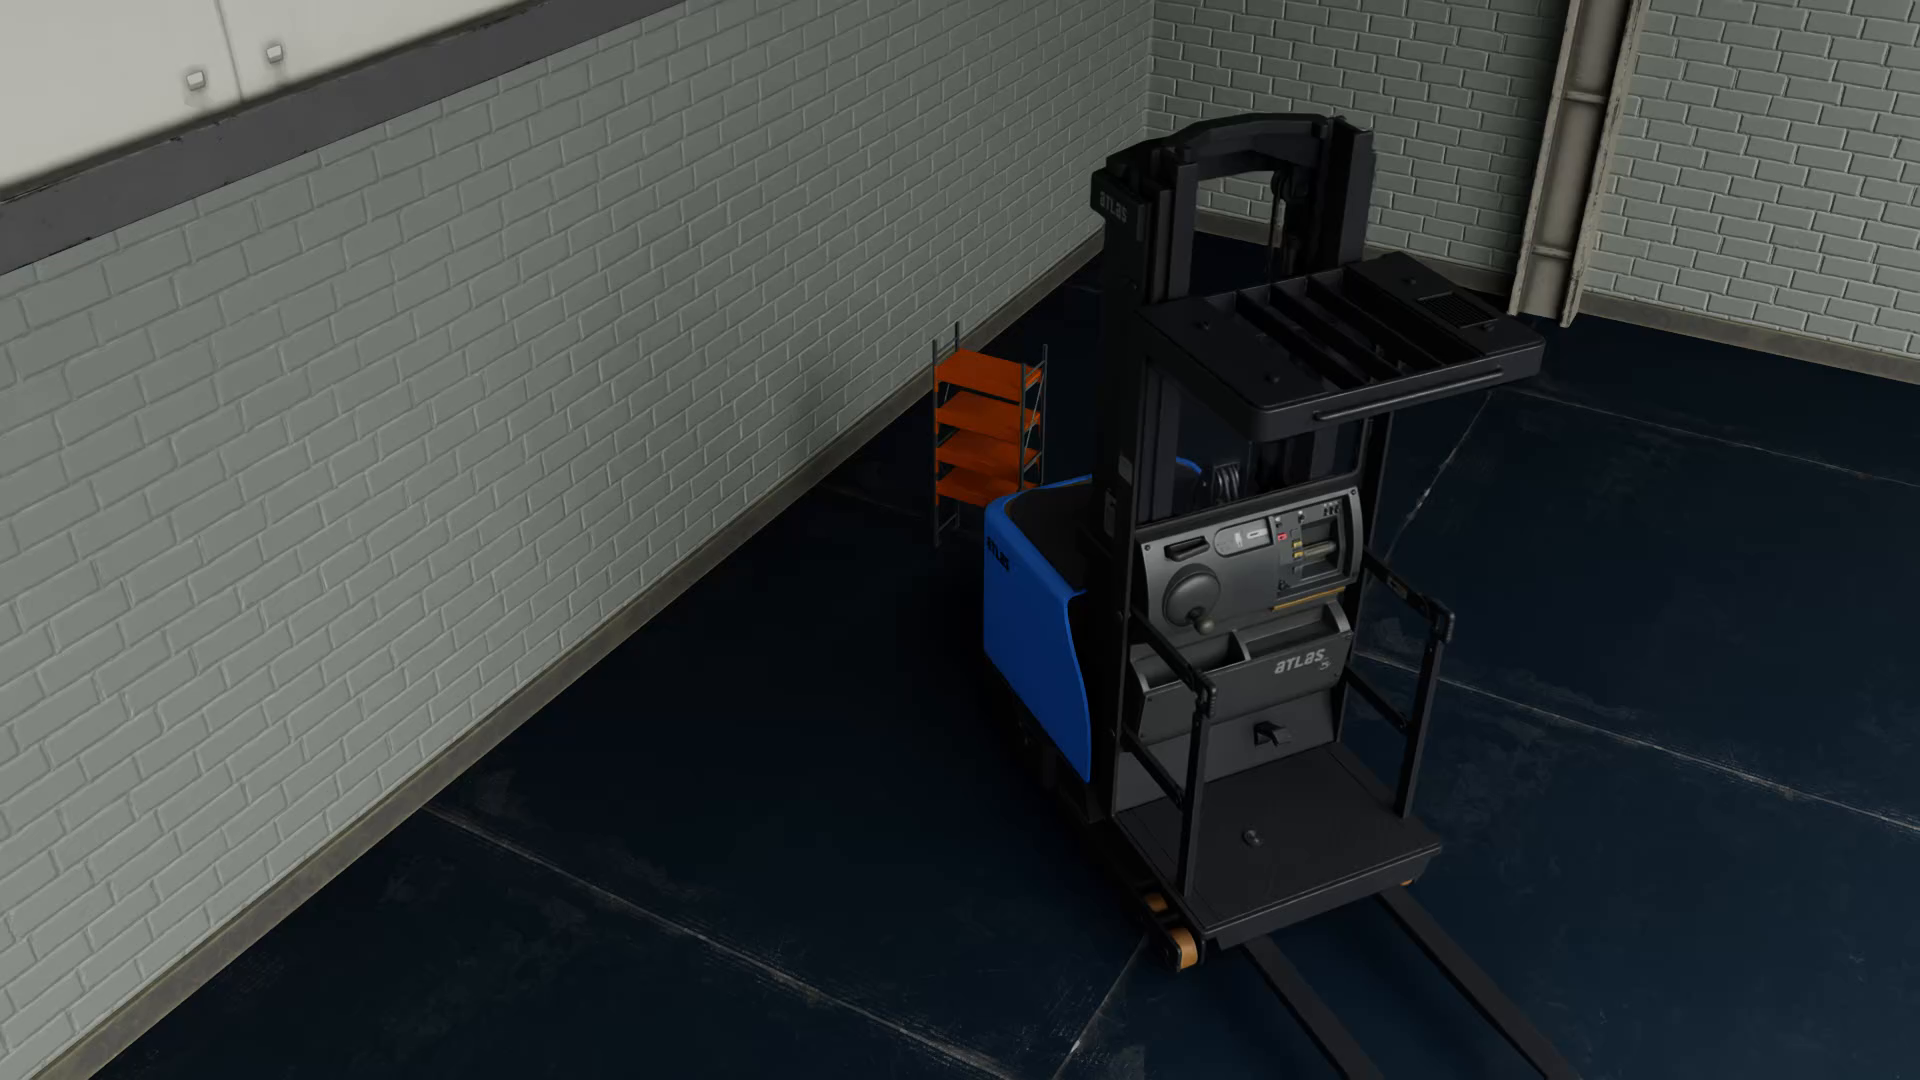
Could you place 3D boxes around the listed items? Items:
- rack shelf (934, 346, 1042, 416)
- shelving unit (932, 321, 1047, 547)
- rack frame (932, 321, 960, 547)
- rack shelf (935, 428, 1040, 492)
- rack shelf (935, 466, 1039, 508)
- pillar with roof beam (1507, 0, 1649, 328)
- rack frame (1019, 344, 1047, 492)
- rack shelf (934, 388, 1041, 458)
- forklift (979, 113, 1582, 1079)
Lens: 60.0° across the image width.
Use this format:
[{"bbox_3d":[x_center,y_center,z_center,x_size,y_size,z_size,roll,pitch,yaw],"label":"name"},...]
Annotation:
[{"bbox_3d":[0.144,-0.781,8.131,0.480,0.148,0.258,18,37,24],"label":"rack shelf"},{"bbox_3d":[0.144,-0.454,8.349,0.503,1.200,0.258,18,37,24],"label":"shelving unit"},{"bbox_3d":[-0.068,-0.521,8.450,0.015,1.200,0.240,18,37,24],"label":"rack frame"},{"bbox_3d":[0.144,-0.398,8.386,0.480,0.148,0.258,18,37,24],"label":"rack shelf"},{"bbox_3d":[0.144,-0.233,8.496,0.480,0.148,0.258,18,37,24],"label":"rack shelf"},{"bbox_3d":[1.723,-3.183,5.410,0.400,9.000,9.100,18,37,24],"label":"pillar with roof beam"},{"bbox_3d":[0.356,-0.387,8.248,0.015,1.200,0.240,18,37,24],"label":"rack frame"},{"bbox_3d":[0.144,-0.584,8.262,0.480,0.148,0.258,18,37,24],"label":"rack shelf"},{"bbox_3d":[1.163,0.131,5.909,1.130,2.935,3.031,-14,36,-20],"label":"forklift"}]
